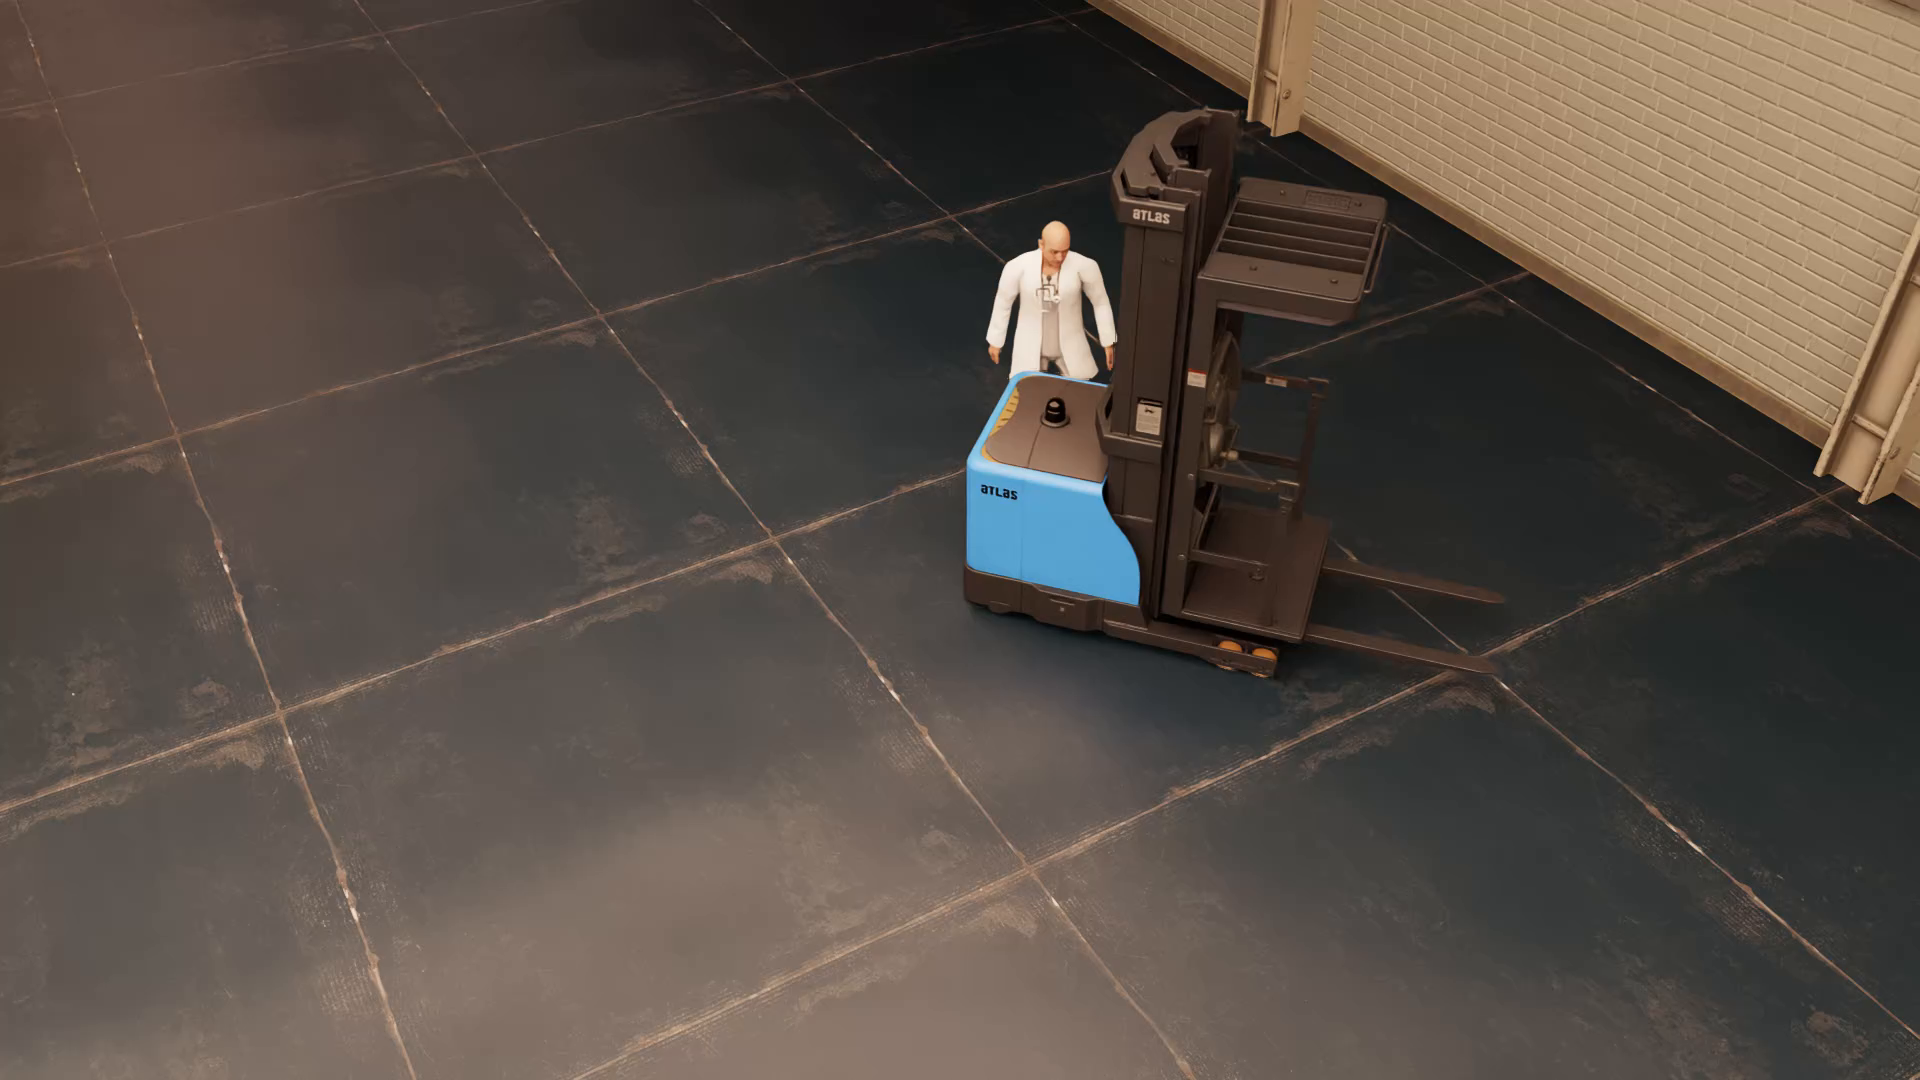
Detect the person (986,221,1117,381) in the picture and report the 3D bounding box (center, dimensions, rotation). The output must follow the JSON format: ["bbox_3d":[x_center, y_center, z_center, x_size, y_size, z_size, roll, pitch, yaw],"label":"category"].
[{"bbox_3d":[0.576,-1.214,10.425,0.823,1.752,0.453,0,40,0],"label":"person"}]

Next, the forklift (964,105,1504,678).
[{"bbox_3d":[1.597,-0.735,8.922,3.031,2.935,1.130,12,41,14],"label":"forklift"}]
